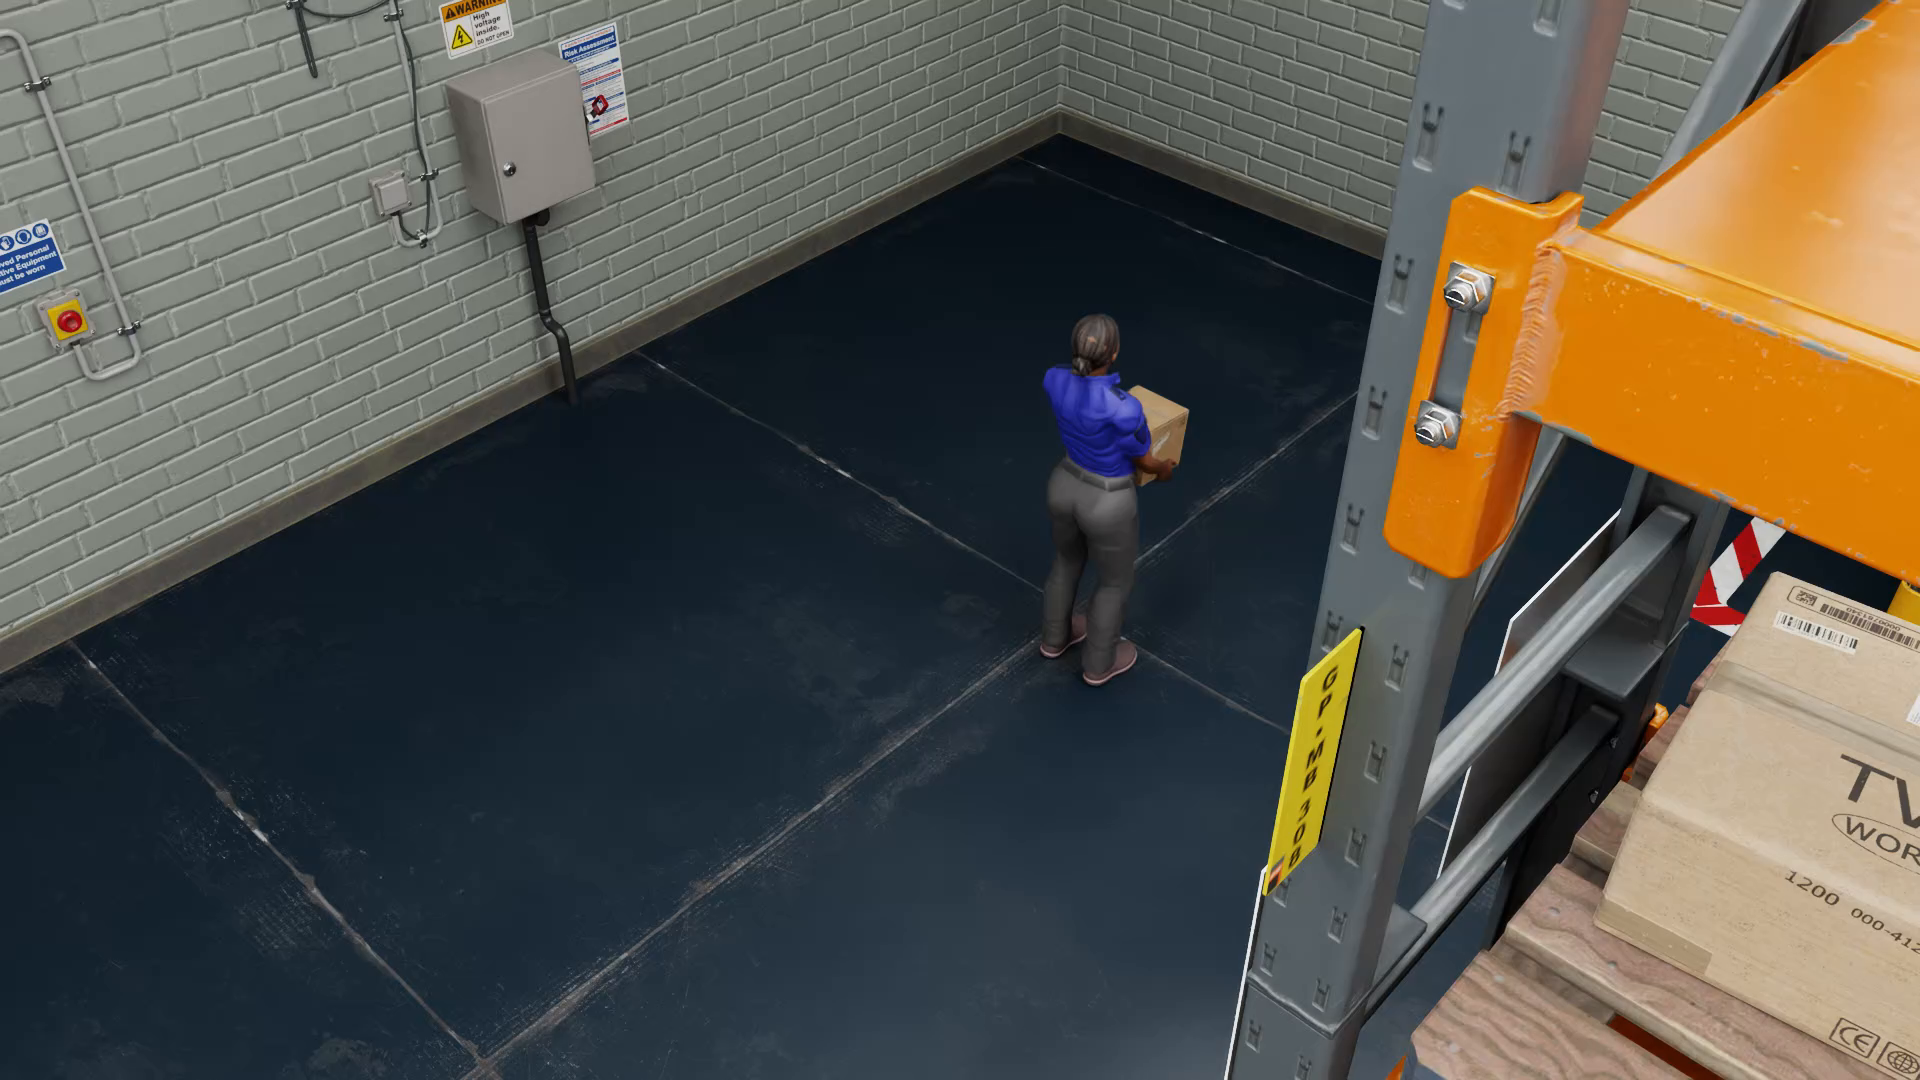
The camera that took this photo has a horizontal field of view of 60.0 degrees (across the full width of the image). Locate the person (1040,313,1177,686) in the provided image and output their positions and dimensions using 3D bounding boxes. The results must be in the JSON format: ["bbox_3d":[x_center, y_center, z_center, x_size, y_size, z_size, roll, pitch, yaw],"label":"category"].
[{"bbox_3d":[0.571,-0.194,6.402,0.448,1.656,0.496,30,48,31],"label":"person"}]
